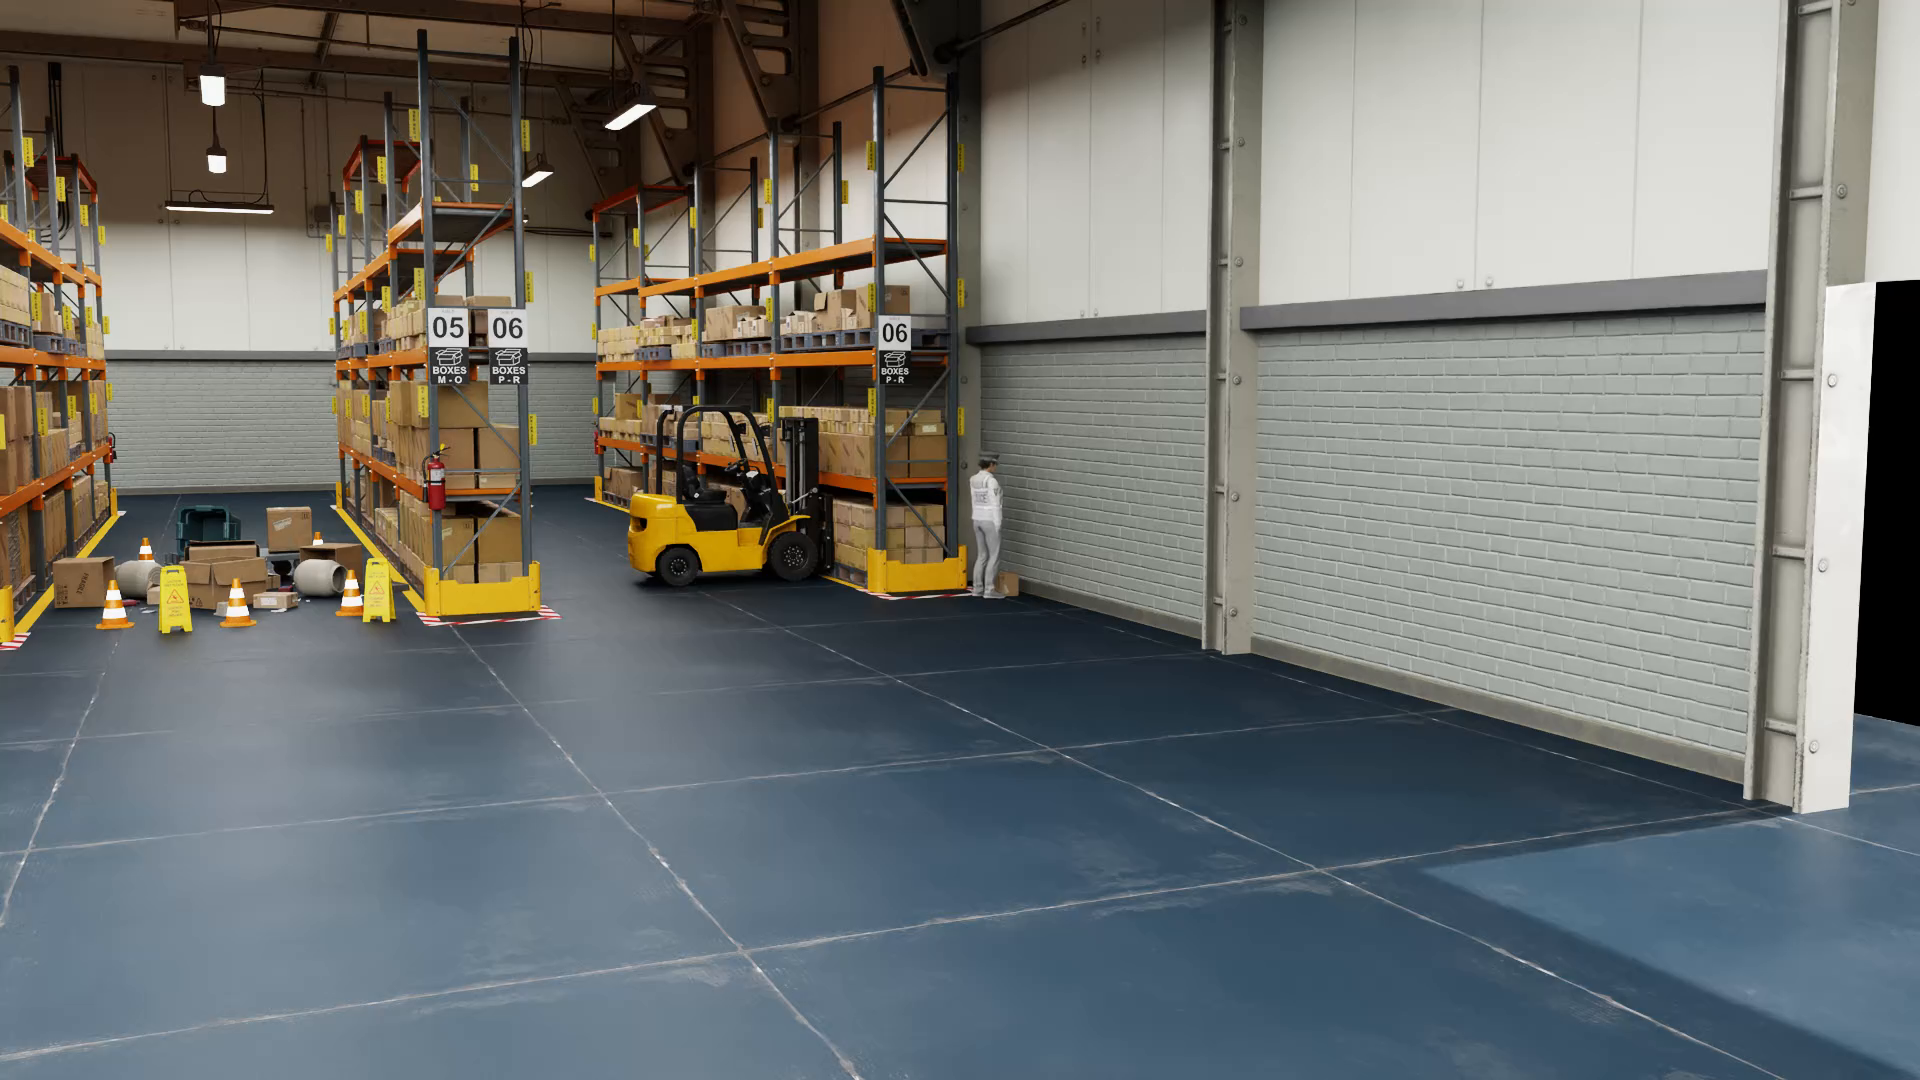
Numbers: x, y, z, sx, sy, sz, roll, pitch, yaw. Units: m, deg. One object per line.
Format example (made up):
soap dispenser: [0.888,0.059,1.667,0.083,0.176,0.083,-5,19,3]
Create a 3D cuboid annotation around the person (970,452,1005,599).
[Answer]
person: [0.305,-0.169,18.810,0.327,1.661,0.473,-4,7,-34]
